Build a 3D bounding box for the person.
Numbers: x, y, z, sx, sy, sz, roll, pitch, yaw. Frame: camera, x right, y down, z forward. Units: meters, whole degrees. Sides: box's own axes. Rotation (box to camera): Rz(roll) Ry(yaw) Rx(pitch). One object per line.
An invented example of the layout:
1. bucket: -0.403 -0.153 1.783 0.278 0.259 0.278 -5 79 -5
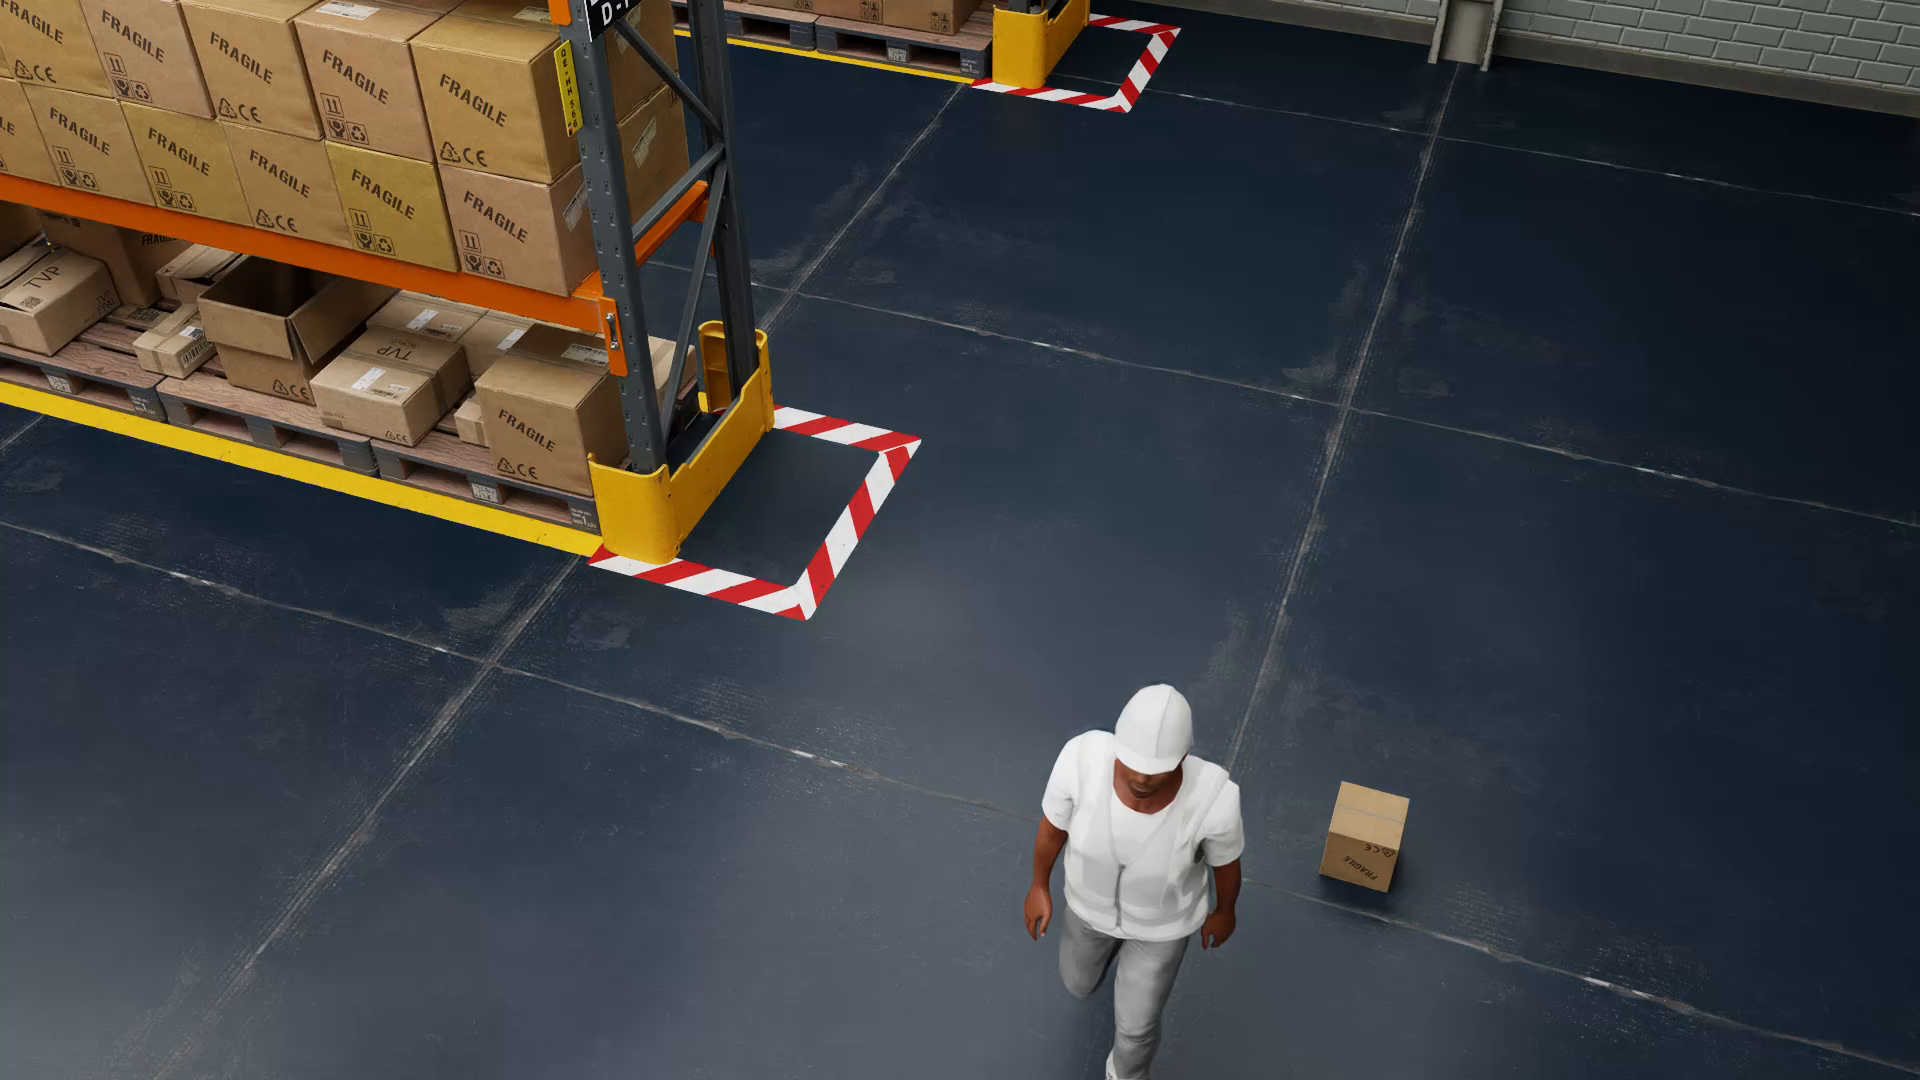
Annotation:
1. person: 0.528 1.026 4.961 0.604 1.742 0.779 16 44 17
